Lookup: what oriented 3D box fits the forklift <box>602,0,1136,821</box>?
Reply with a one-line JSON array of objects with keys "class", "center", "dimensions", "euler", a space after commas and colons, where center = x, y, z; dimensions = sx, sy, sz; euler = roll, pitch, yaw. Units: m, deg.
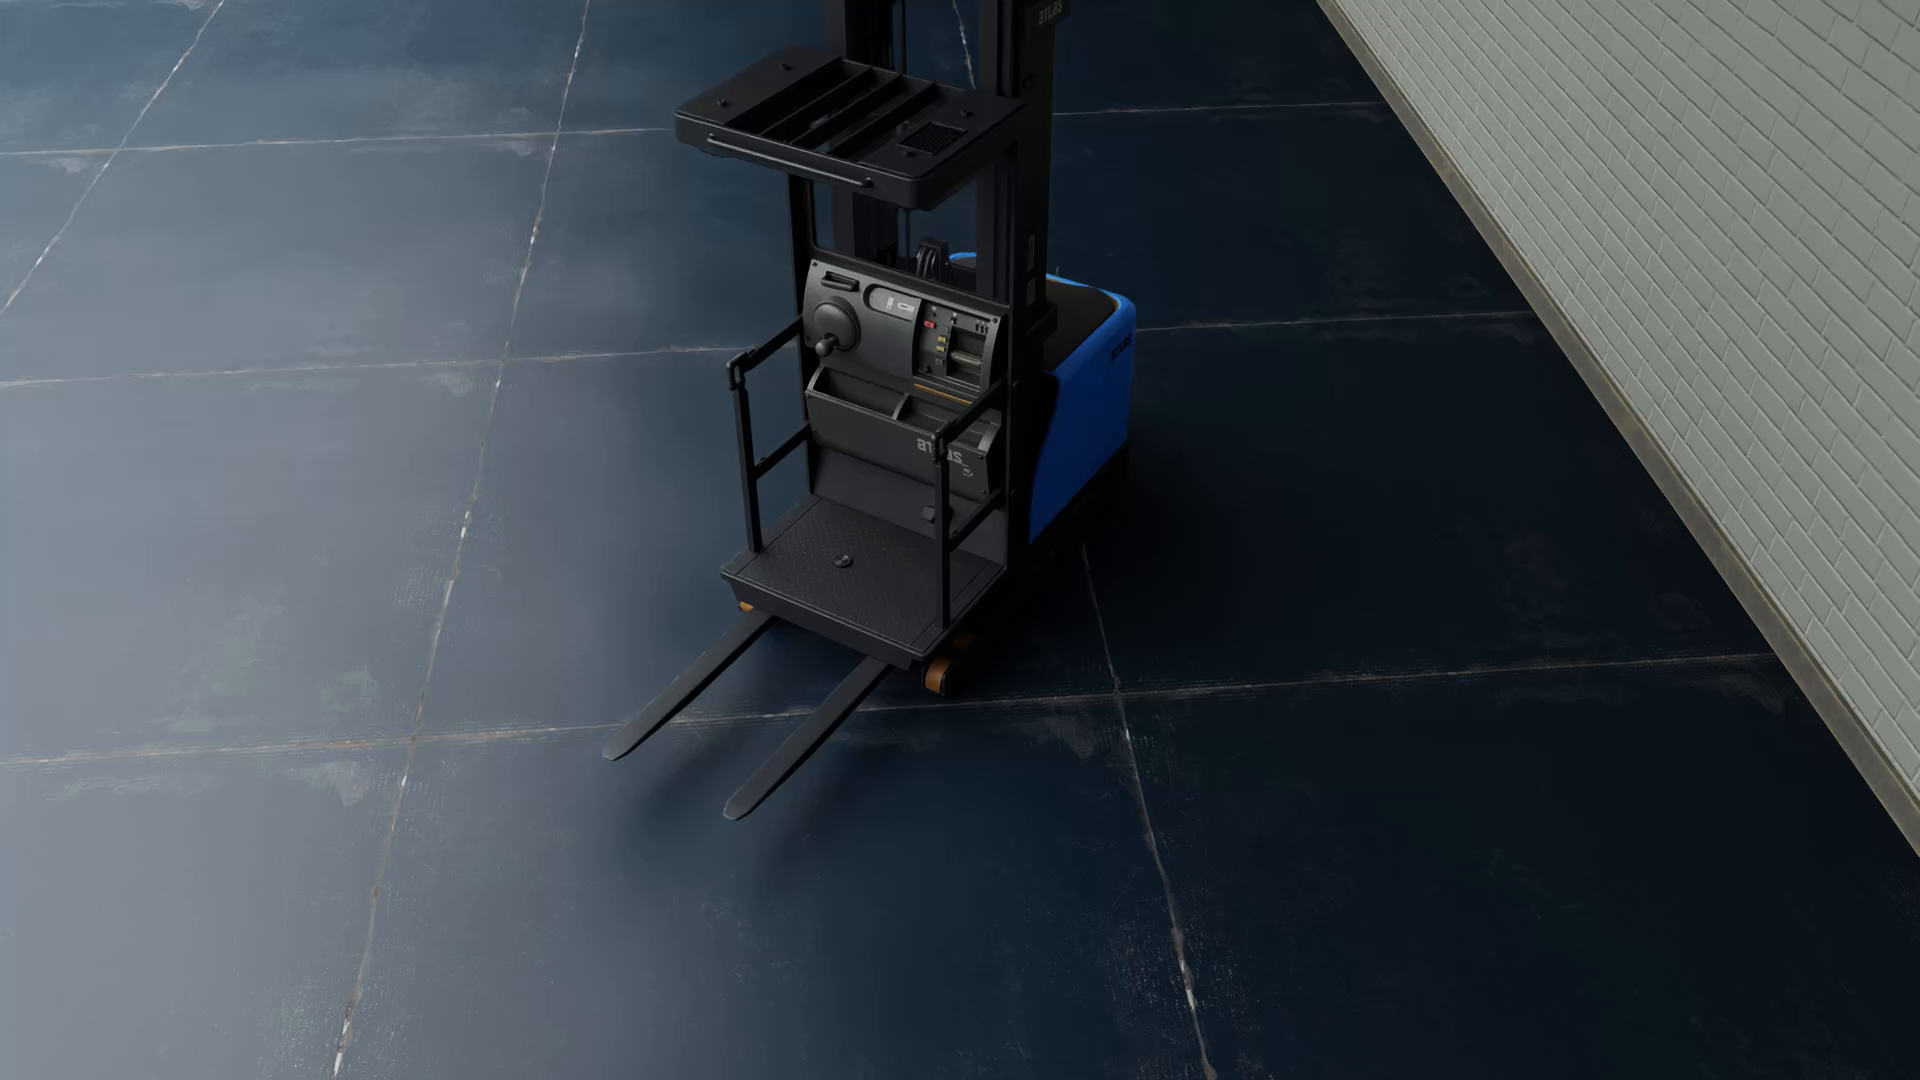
[{"class": "forklift", "center": [-0.356, -0.811, 6.733], "dimensions": [1.130, 2.935, 3.031], "euler": [21, 43, 24]}]

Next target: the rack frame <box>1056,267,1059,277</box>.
[{"class": "rack frame", "center": [0.549, -0.958, 8.558], "dimensions": [0.006, 0.900, 0.240], "euler": [-21, 42, -24]}]

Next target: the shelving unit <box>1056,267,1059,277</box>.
[{"class": "shelving unit", "center": [0.462, -0.925, 8.516], "dimensions": [0.210, 0.900, 0.258], "euler": [-21, 42, -24]}]
